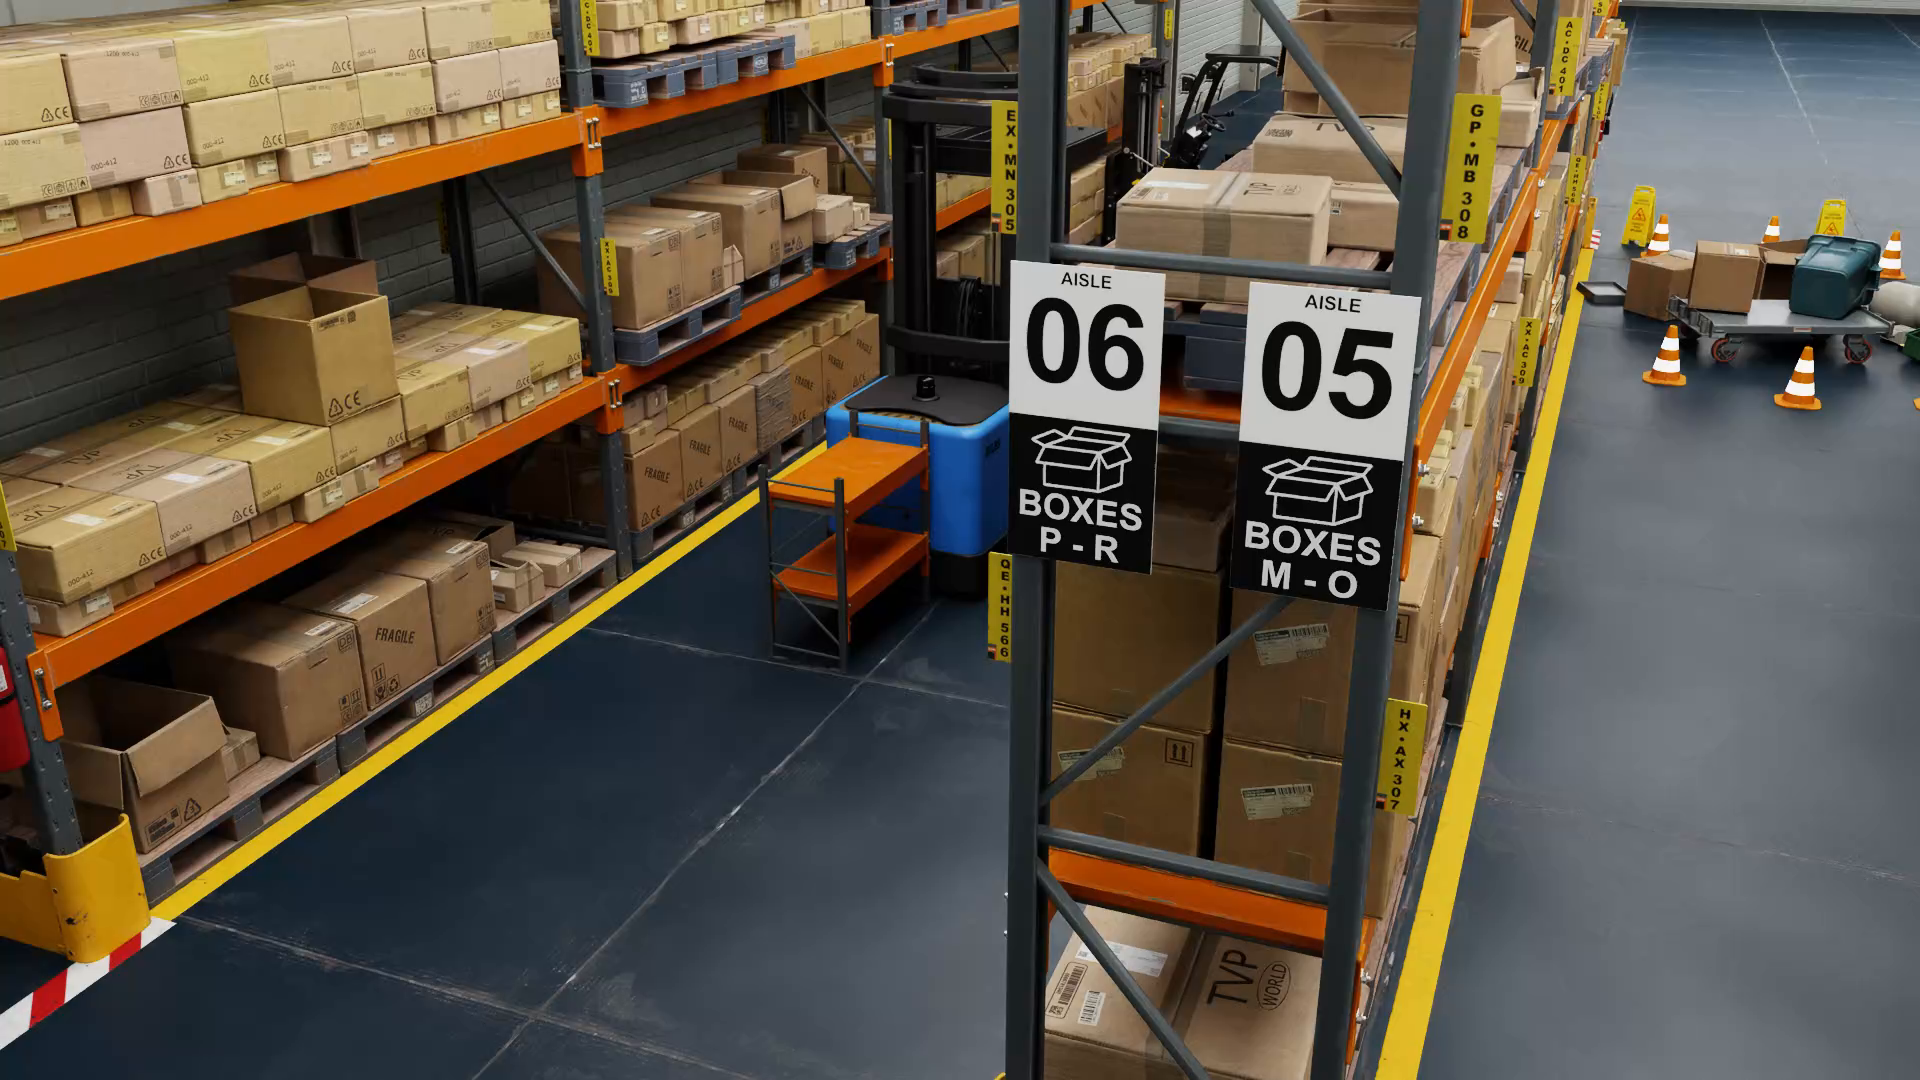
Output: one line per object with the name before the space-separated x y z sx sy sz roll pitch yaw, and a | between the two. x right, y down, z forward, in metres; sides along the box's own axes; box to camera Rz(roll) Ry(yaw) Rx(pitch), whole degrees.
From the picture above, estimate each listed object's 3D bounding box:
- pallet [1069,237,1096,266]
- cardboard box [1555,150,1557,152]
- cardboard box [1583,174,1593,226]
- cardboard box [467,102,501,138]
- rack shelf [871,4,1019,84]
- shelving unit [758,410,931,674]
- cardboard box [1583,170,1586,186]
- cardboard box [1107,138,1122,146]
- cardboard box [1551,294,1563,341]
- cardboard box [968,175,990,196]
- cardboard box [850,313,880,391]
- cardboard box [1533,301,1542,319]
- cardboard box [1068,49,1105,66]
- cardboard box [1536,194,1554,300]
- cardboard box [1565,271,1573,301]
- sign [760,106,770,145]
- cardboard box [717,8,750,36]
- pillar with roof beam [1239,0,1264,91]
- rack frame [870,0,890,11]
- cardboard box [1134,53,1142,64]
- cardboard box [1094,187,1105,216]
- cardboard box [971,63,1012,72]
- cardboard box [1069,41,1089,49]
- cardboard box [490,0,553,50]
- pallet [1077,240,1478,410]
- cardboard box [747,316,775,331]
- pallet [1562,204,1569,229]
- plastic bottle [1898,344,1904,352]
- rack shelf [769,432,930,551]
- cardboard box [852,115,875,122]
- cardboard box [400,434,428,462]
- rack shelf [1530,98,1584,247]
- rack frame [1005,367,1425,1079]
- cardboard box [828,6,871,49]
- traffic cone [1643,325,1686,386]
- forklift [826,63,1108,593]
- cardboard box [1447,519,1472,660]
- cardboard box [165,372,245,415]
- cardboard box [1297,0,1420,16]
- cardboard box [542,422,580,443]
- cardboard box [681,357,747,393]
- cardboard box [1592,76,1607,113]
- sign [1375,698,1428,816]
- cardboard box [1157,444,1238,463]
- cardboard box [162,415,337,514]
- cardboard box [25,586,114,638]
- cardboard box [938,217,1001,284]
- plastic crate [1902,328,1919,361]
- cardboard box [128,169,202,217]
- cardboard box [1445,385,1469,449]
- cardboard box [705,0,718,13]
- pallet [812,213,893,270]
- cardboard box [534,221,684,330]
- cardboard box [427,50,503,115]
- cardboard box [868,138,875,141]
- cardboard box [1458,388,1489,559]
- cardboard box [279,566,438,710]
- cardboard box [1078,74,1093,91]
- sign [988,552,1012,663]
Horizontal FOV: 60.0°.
pallet | 0.806 -3.079 17.848 1.003 0.211 1.213 9 24 20
cardboard box | 3.978 -2.452 11.667 0.500 0.500 0.500 8 24 19
cardboard box | 6.321 -3.569 17.453 0.500 0.500 0.500 10 25 22
cardboard box | -2.561 -2.140 8.415 0.380 0.149 0.250 10 25 22
rack shelf | -0.271 -4.424 14.491 1.077 0.370 4.000 9 24 20
shelving unit | -0.621 -0.015 9.326 0.538 1.125 1.048 10 25 23
cardboard box | 5.496 -3.329 15.154 0.380 0.149 0.250 9 24 20
cardboard box | 1.892 -4.512 19.386 0.500 0.250 0.500 9 24 21
cardboard box | 4.625 -1.914 14.304 0.950 0.372 0.625 10 25 23
cardboard box | -0.052 -3.261 14.859 0.500 0.250 0.500 10 25 22
cardboard box | -0.972 -1.514 13.182 0.500 0.500 0.500 10 24 22
cardboard box | 2.915 -1.161 9.184 0.500 0.250 0.500 9 24 21
cardboard box | 1.347 -5.206 17.964 0.380 0.149 0.250 9 24 20
cardboard box | 3.078 -1.690 9.477 0.500 0.500 0.500 8 24 19
cardboard box | 5.551 -2.476 15.807 0.500 0.250 0.500 8 24 18
sign | -1.531 -3.269 13.181 0.100 0.325 0.005 9 24 20
cardboard box | -1.540 -3.238 10.370 0.380 0.149 0.250 9 24 21
pillar with roof beam | 9.316 -11.845 27.432 9.100 9.000 0.400 9 24 20
rack frame | -1.014 -5.424 12.061 1.000 3.000 0.127 9 24 20
cardboard box | 1.868 -5.520 19.103 0.380 0.149 0.250 9 24 21
cardboard box | 1.321 -3.731 18.164 0.500 0.250 0.500 9 24 20
cardboard box | 0.310 -4.728 16.819 0.380 0.149 0.250 9 24 20
cardboard box | 1.241 -5.542 18.769 0.380 0.149 0.250 10 25 22
cardboard box | -2.464 -2.692 8.572 0.500 0.250 0.500 9 24 20
pallet | 0.890 -0.694 4.743 1.003 0.211 1.213 9 24 20
cardboard box | -1.639 -1.662 12.694 0.380 0.149 0.250 9 24 21
pallet | 4.293 -2.572 13.266 1.003 0.211 1.213 9 24 20
plastic bottle | 8.416 -1.665 14.656 0.133 0.061 0.283 -3 23 -8
rack shelf | -0.621 -0.285 9.213 0.538 0.278 1.000 10 25 23
cardboard box | -0.724 -3.622 14.558 0.380 0.149 0.250 8 24 19
cardboard box | -2.926 -0.504 8.390 0.380 0.149 0.250 9 24 21
rack shelf | 2.853 -2.283 9.366 1.077 0.370 4.000 9 24 20
rack frame | 0.624 0.916 4.665 1.000 3.000 0.127 9 24 20
cardboard box | -0.979 -3.752 12.145 0.500 0.250 0.500 8 24 18
traffic cone | 5.921 -1.563 13.892 0.336 0.463 0.334 9 24 20
forklift | 0.261 -1.572 10.711 1.130 2.935 3.031 10 25 23
cardboard box | 1.607 0.193 6.266 0.500 0.500 0.500 10 25 22
cardboard box | -3.486 -0.612 8.132 0.500 0.250 0.500 9 24 20
cardboard box | 1.697 -2.005 6.962 0.500 0.500 0.500 9 24 21
cardboard box | -2.631 -0.737 10.480 0.380 0.149 0.250 8 24 18
cardboard box | -1.693 -1.131 11.422 0.380 0.149 0.250 10 25 22
cardboard box | 5.446 -4.149 14.979 0.700 0.500 0.500 9 24 20
sign | 1.137 0.562 4.287 0.100 0.325 0.005 9 24 20
cardboard box | 0.661 -0.246 5.180 0.380 0.149 0.250 9 24 20
cardboard box | -3.195 -0.347 7.498 0.500 0.250 0.500 8 24 19
cardboard box | -3.609 0.244 6.599 0.380 0.149 0.250 9 24 20
cardboard box | -0.007 -2.721 15.907 0.875 0.625 0.625 9 24 20
plastic crate | 8.563 -1.684 14.464 0.662 0.188 0.450 -17 38 -35
cardboard box | -3.279 -1.403 6.652 0.380 0.149 0.250 9 24 21
cardboard box | 1.509 -0.440 5.644 0.380 0.149 0.250 9 24 21
cardboard box | -1.704 -3.300 10.133 0.380 0.149 0.250 9 24 21
pallet | -1.201 -2.315 12.649 1.213 0.211 1.003 9 24 20
cardboard box | -2.113 -1.606 10.027 0.700 0.500 0.500 9 24 21
cardboard box | -2.630 -2.281 8.235 0.500 0.250 0.500 8 24 18
cardboard box | -0.524 -3.169 13.474 0.380 0.149 0.250 9 24 21
cardboard box | 1.621 -0.272 6.083 0.500 0.500 0.500 9 24 20
cardboard box | -3.028 0.486 8.393 0.500 0.500 0.500 9 24 21
cardboard box | 1.160 -4.777 17.323 0.380 0.149 0.250 9 24 21
sign | 0.126 0.190 4.594 0.100 0.325 0.005 9 24 20
